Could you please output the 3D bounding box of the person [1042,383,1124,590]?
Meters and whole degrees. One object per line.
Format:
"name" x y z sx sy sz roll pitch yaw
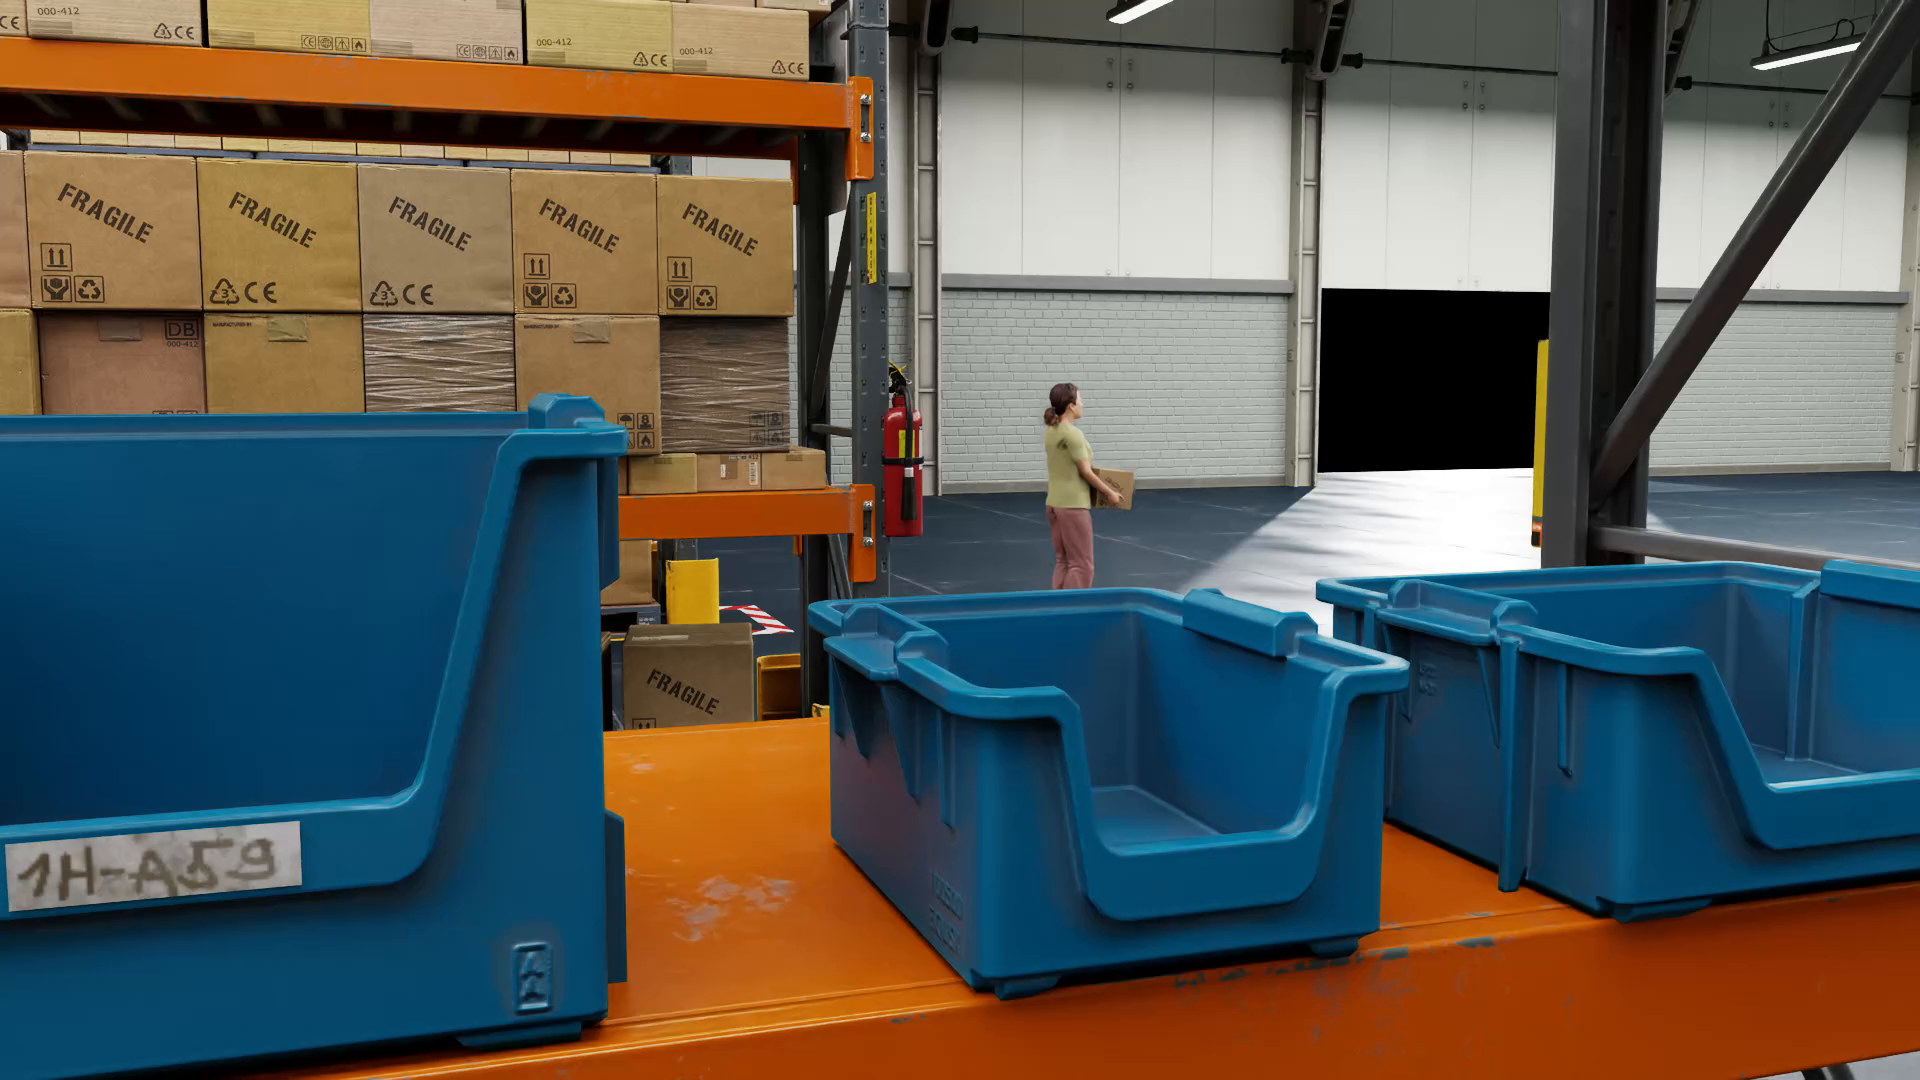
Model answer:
"person" 0.783 -0.191 10.895 0.523 1.672 0.452 -2 6 -19
